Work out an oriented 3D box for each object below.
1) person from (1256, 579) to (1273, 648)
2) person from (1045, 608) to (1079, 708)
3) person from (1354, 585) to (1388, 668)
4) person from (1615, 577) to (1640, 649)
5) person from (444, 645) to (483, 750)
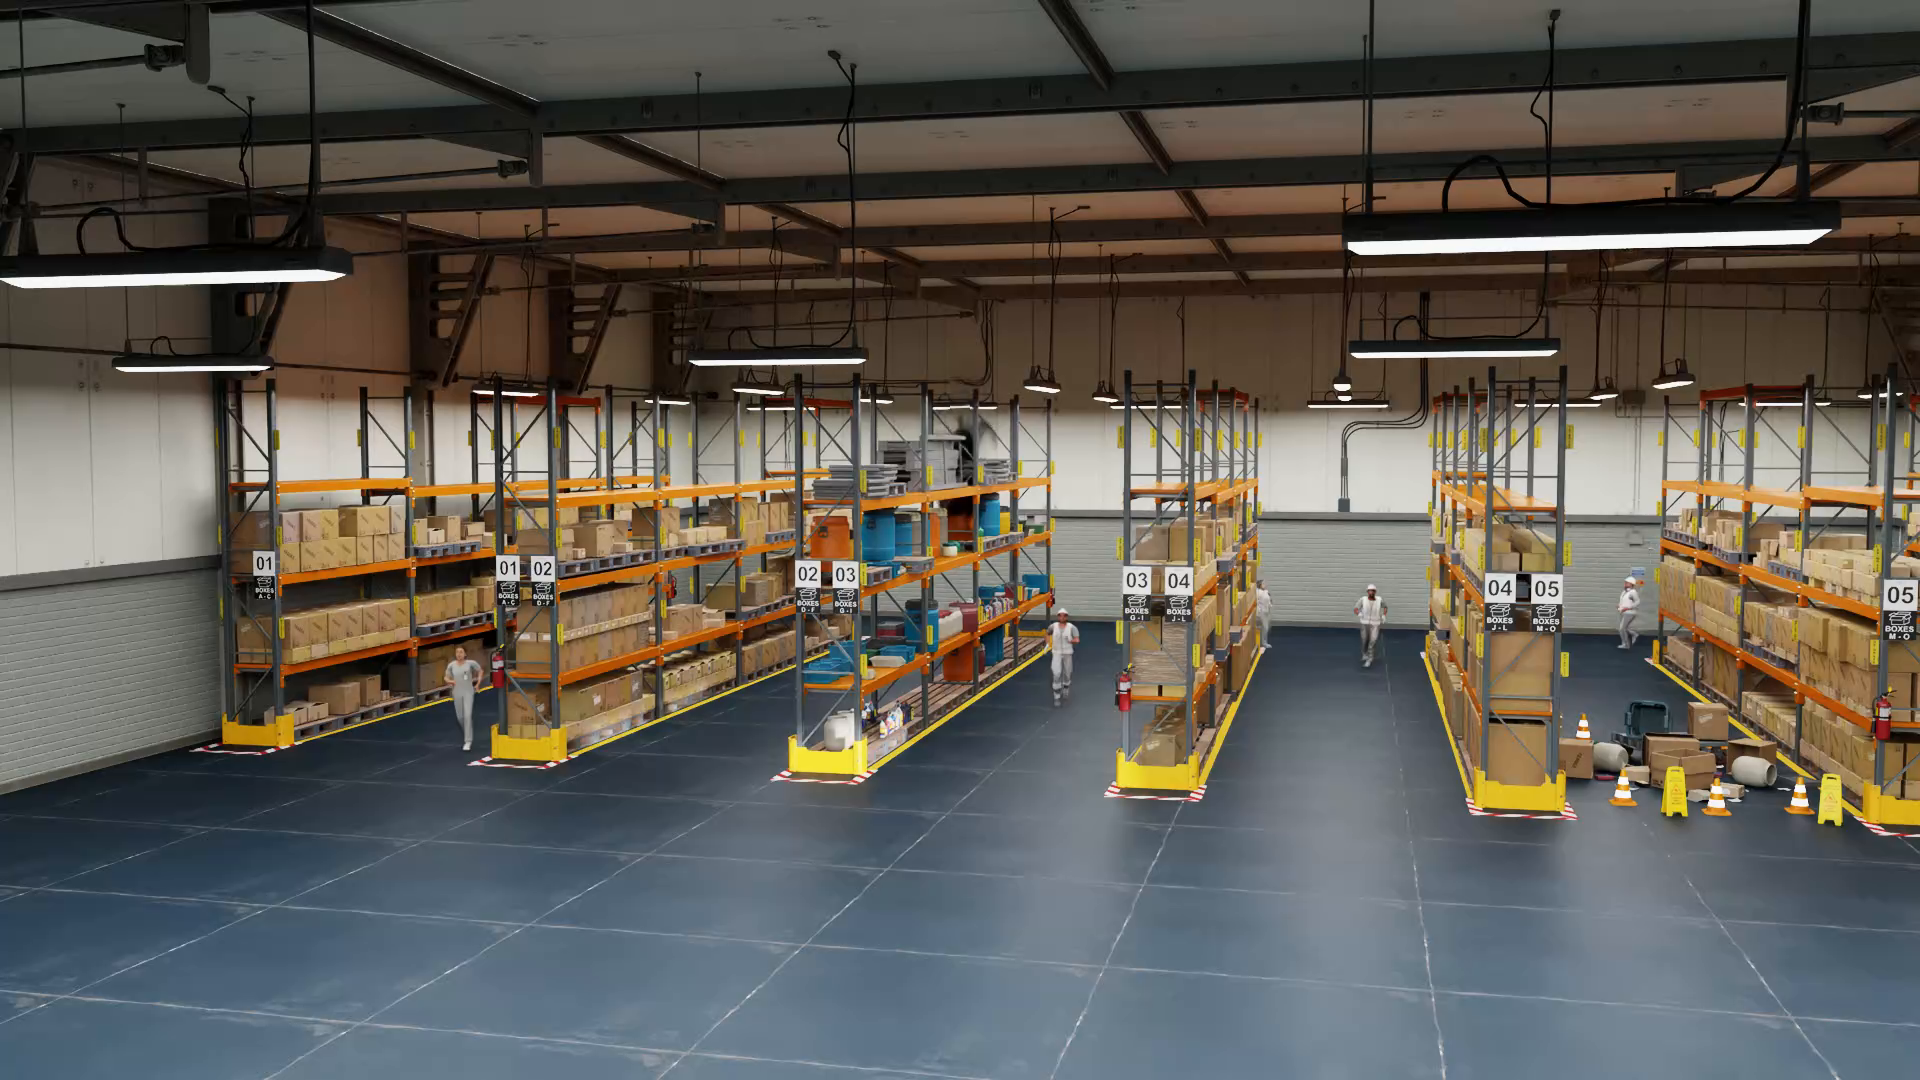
[{"bbox_3d":[7.322,1.761,40.357,0.656,1.673,0.602,-3,5,-43],"label":"person"},{"bbox_3d":[1.929,2.205,31.471,0.656,1.838,0.843,0,3,2],"label":"person"},{"bbox_3d":[9.101,1.886,36.904,0.716,1.790,0.991,1,4,18],"label":"person"},{"bbox_3d":[16.039,1.749,39.874,0.612,1.721,0.659,0,3,-7],"label":"person"},{"bbox_3d":[-8.058,2.515,26.978,0.609,1.655,0.979,0,3,-7],"label":"person"}]
